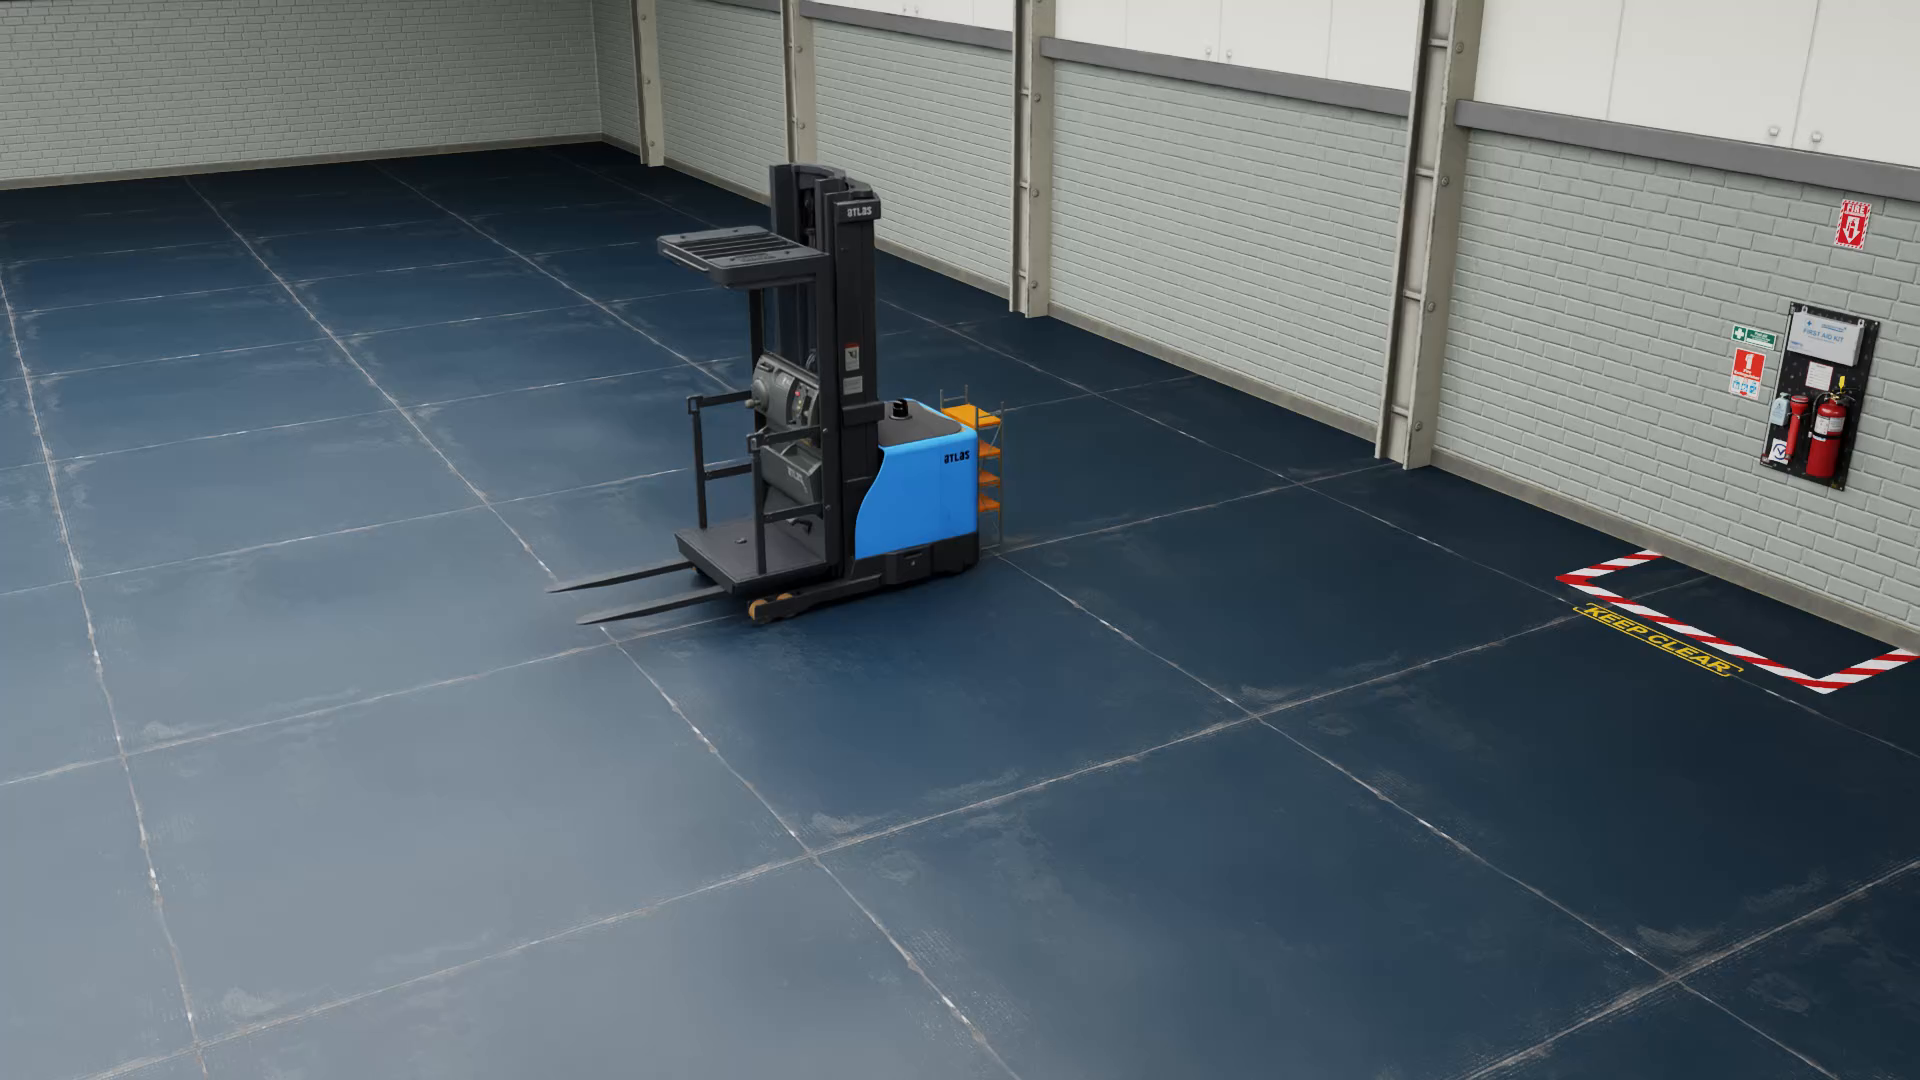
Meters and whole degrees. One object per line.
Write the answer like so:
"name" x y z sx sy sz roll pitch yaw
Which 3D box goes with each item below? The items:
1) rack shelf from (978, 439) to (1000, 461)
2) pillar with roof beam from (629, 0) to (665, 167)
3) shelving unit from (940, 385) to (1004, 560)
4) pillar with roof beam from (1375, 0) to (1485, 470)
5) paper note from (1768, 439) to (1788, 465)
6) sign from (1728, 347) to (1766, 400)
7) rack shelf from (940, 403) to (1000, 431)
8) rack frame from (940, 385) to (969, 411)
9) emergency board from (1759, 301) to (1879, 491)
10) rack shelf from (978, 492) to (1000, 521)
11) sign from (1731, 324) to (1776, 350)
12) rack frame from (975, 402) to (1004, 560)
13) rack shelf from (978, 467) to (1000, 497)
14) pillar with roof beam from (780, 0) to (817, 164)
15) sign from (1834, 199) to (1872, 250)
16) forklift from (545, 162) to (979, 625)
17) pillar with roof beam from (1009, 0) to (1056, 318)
"rack shelf" 0.087 -0.648 12.397 0.258 0.148 0.480 -13 26 -29
"pillar with roof beam" -9.024 -9.863 25.127 9.100 9.000 0.400 -13 25 -28
"shelving unit" 0.087 -0.503 12.455 0.258 1.200 0.503 -13 26 -29
"pillar with roof beam" 0.171 -4.037 10.792 9.100 9.000 0.400 -13 25 -28
"paper note" 5.676 -0.613 11.506 0.016 0.148 0.142 -13 25 -28
"sign" 5.513 -1.166 11.649 0.001 0.329 0.234 -13 25 -28
"rack shelf" 0.087 -0.867 12.307 0.258 0.148 0.480 -13 26 -29
"rack frame" -0.041 -0.581 12.648 0.240 1.200 0.015 -13 26 -29
"emergency board" 5.707 -0.950 11.166 0.194 1.169 0.643 -13 25 -28
"rack shelf" 0.087 -0.257 12.555 0.258 0.148 0.480 -13 26 -29
"sign" 5.508 -1.408 11.541 0.001 0.109 0.331 -13 25 -28
"rack frame" 0.215 -0.425 12.263 0.240 1.200 0.015 -13 26 -29
"rack shelf" 0.087 -0.441 12.481 0.258 0.148 0.480 -13 26 -29
"pillar with roof beam" -5.959 -7.921 20.349 9.100 9.000 0.400 -13 25 -28
"sign" 5.789 -2.046 10.783 0.001 0.298 0.199 -13 25 -28
"forklift" -1.381 -1.008 11.400 3.031 2.935 1.130 -13 26 -29
"pillar with roof beam" -2.894 -5.979 15.570 9.100 9.000 0.400 -13 25 -28
